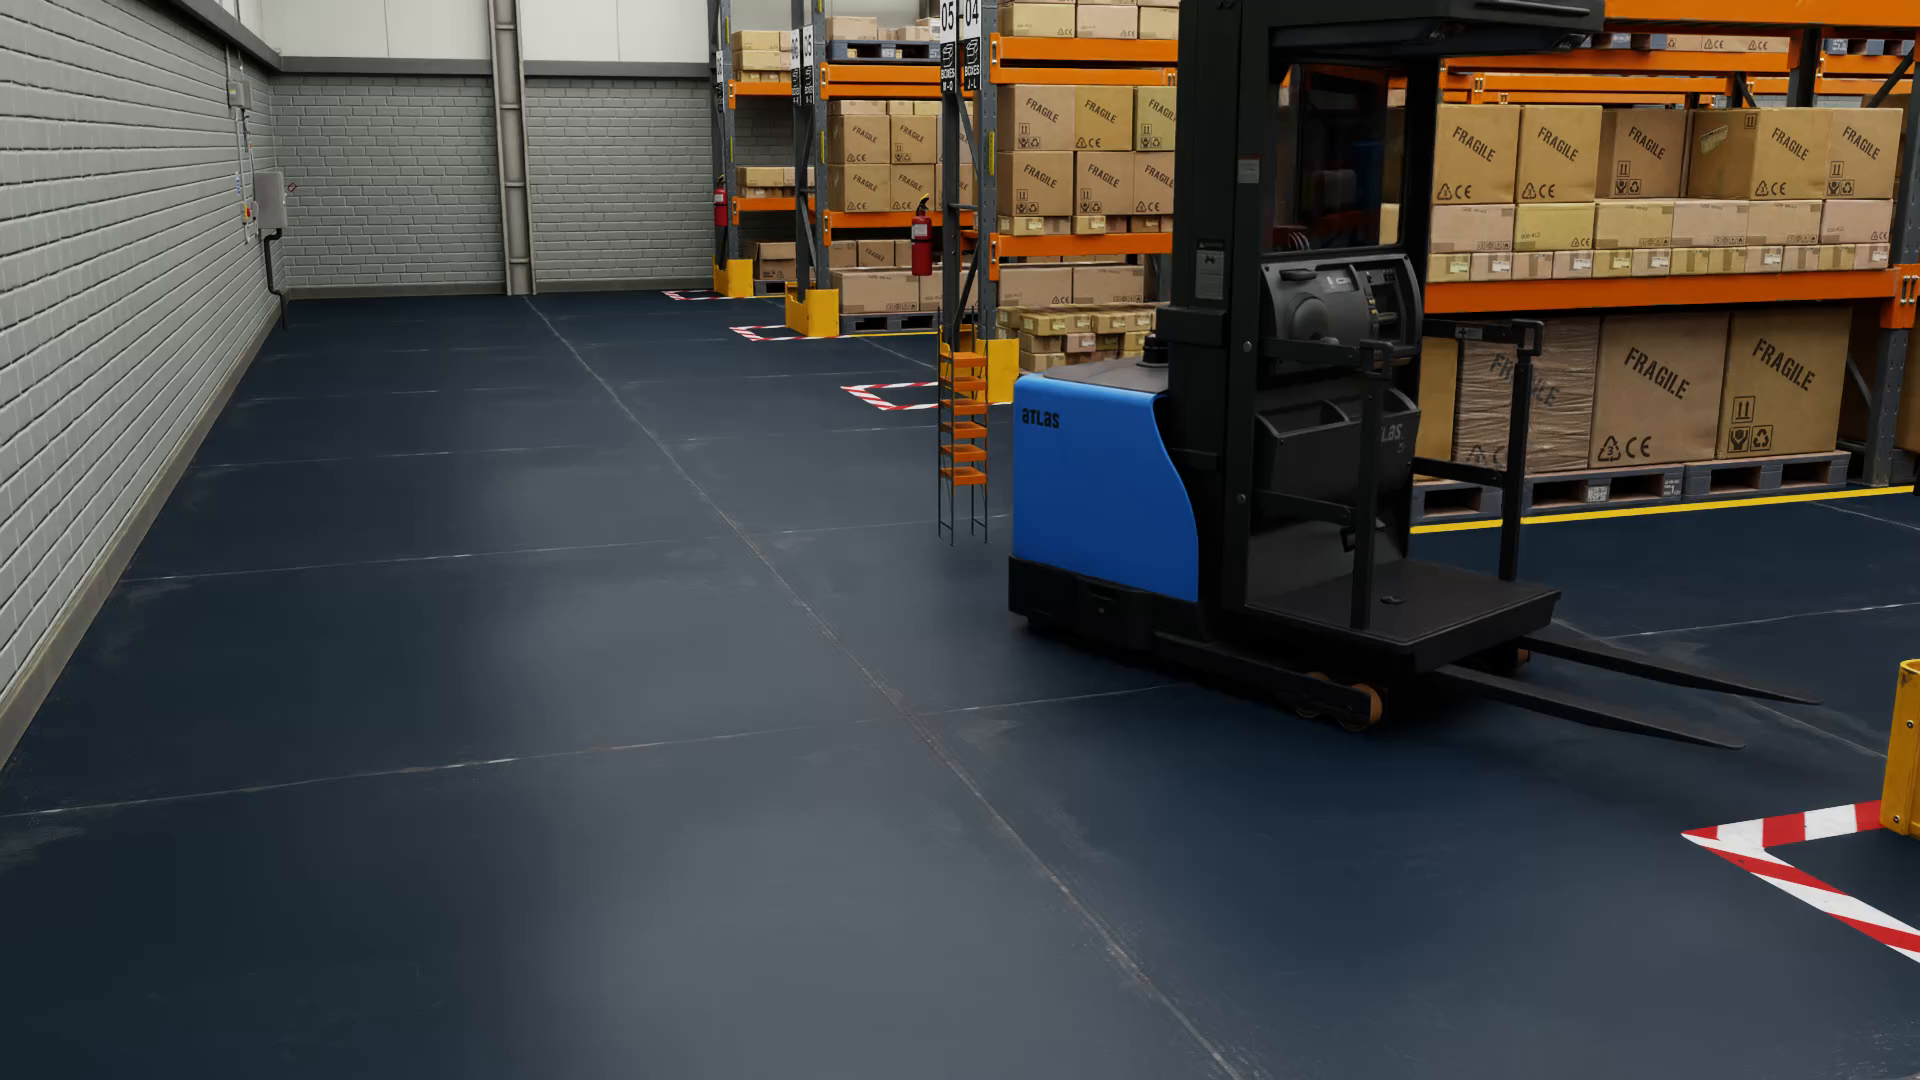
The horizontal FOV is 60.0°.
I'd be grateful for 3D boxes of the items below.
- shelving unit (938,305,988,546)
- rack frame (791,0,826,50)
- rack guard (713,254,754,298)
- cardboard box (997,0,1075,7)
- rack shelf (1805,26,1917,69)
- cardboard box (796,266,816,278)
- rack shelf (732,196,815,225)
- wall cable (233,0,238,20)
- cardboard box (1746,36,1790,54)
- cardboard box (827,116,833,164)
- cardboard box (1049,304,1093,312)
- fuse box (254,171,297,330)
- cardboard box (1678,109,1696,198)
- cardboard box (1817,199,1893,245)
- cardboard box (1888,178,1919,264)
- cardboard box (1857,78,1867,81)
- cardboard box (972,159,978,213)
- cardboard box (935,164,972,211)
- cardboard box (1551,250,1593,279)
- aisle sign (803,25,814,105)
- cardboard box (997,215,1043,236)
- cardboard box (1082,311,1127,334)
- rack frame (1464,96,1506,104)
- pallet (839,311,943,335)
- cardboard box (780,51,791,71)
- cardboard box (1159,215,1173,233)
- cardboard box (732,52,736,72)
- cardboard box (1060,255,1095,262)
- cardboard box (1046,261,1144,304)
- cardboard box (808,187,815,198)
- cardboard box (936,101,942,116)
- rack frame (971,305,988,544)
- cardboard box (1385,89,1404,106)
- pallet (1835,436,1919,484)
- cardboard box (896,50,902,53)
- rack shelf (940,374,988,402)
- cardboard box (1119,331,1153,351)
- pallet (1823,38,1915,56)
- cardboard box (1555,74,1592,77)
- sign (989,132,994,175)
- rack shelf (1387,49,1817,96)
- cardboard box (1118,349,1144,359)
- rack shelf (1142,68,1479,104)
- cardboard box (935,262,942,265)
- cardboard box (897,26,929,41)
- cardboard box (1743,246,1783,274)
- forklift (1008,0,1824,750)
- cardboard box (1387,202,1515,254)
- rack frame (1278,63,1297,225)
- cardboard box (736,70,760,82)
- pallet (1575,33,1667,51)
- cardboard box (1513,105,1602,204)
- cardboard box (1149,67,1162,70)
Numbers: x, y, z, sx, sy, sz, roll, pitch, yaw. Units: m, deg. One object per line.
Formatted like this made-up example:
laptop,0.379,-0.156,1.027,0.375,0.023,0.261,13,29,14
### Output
shelving unit,0.014,-0.585,8.508,0.189,1.200,0.258,-4,14,-18
rack frame,-1.606,-6.675,17.259,0.127,3.000,1.000,-4,14,-18
rack guard,-3.121,-3.634,22.842,0.348,0.500,1.175,-4,14,-18
cardboard box,0.577,-4.284,12.932,0.500,0.250,0.500,-4,14,-17
rack shelf,7.241,-3.135,10.413,4.000,0.370,1.077,-4,14,-18
cardboard box,-2.168,-3.709,23.008,0.250,0.149,0.380,-5,14,-20
rack shelf,-1.297,-4.642,23.233,4.000,0.370,1.077,-4,14,-18
wall cable,-7.145,-6.359,15.929,0.029,3.000,2.355,-4,14,-18
cardboard box,7.190,-4.679,15.132,0.500,0.500,0.500,-4,14,-18
cardboard box,-1.225,-4.379,18.195,0.500,0.500,0.500,-4,14,-16
cardboard box,0.951,-1.933,14.253,0.250,0.149,0.380,-5,14,-19
fuse box,-7.475,-3.180,18.313,0.414,1.711,0.539,-4,14,-18
cardboard box,4.341,-2.301,9.894,0.500,0.500,0.500,-4,14,-18
cardboard box,5.011,-1.860,9.661,0.500,0.250,0.500,-5,14,-19
cardboard box,5.861,-1.906,9.957,0.500,0.500,0.500,-4,14,-18
cardboard box,11.605,-6.062,21.707,0.250,0.149,0.380,-4,14,-18
cardboard box,0.412,-2.961,13.751,0.500,0.500,0.500,-4,14,-17
cardboard box,-0.101,-3.855,18.150,0.500,0.500,0.500,-5,14,-18
cardboard box,3.214,-1.510,9.052,0.250,0.149,0.380,-5,14,-19
aisle sign,-1.582,-4.952,17.363,0.004,0.787,0.394,-4,14,-18
cardboard box,0.480,-2.508,13.248,0.250,0.149,0.380,-5,14,-19
cardboard box,1.176,-1.786,13.639,0.250,0.149,0.380,-4,14,-18
rack frame,8.180,-5.730,26.252,0.127,3.000,1.000,-4,14,-18
pallet,-0.873,-2.476,18.596,1.213,0.211,1.003,-4,14,-18
cardboard box,-2.210,-6.391,22.227,0.500,0.250,0.500,-4,14,-17
cardboard box,1.690,-2.620,13.718,0.250,0.149,0.380,-5,14,-19
cardboard box,-2.858,-6.468,22.553,0.500,0.250,0.500,-5,14,-19
cardboard box,1.630,-4.156,24.127,0.500,0.500,0.500,-5,14,-19
cardboard box,1.556,-2.987,19.346,0.875,0.438,0.875,-5,14,-19
cardboard box,-2.070,-4.748,22.664,0.250,0.149,0.380,-4,14,-16
cardboard box,-0.197,-4.656,17.956,0.250,0.149,0.380,-4,14,-18
rack frame,0.100,-0.592,8.537,0.006,1.200,0.240,-4,14,-18
cardboard box,3.500,-3.559,14.105,0.500,0.500,0.500,-5,14,-20
pallet,6.053,-0.595,10.688,1.213,0.211,1.003,-4,14,-18
cardboard box,-0.765,-6.749,22.654,0.500,0.250,0.500,-4,14,-17
rack shelf,0.014,-0.775,8.463,0.180,0.103,0.258,-4,14,-18
cardboard box,1.406,-1.663,13.763,0.250,0.149,0.380,-4,14,-16
pallet,8.244,-4.695,15.826,1.003,0.211,1.213,-4,14,-15
cardboard box,7.413,-5.975,20.576,0.637,0.503,0.797,-4,14,-18
sign,0.242,-2.980,12.820,0.005,0.325,0.100,-4,14,-18
rack shelf,5.755,-4.230,15.018,4.000,0.370,1.077,-4,14,-18
cardboard box,1.399,-1.516,13.787,0.250,0.149,0.380,-4,14,-17
rack shelf,4.080,-5.309,19.551,4.000,0.370,1.077,-4,14,-18
cardboard box,-0.174,-3.882,23.483,0.258,0.266,0.396,-4,14,-16
cardboard box,-0.502,-5.376,17.700,0.250,0.149,0.380,-4,14,-16
cardboard box,4.430,-1.605,9.450,0.250,0.149,0.380,-4,14,-17
forklift,1.573,-0.888,6.043,1.130,2.935,3.031,-12,18,-41
cardboard box,2.586,-1.671,8.866,0.500,0.250,0.500,-5,14,-19
rack frame,1.554,-1.583,8.816,0.127,3.000,1.000,-4,14,-18
cardboard box,-2.817,-6.154,22.095,0.250,0.149,0.380,-4,14,-17
pallet,5.460,-4.441,14.754,1.003,0.211,1.213,-4,14,-18
cardboard box,3.058,-2.072,8.933,0.500,0.500,0.500,-5,14,-20
cardboard box,2.902,-6.847,23.928,0.250,0.149,0.380,-4,14,-16
